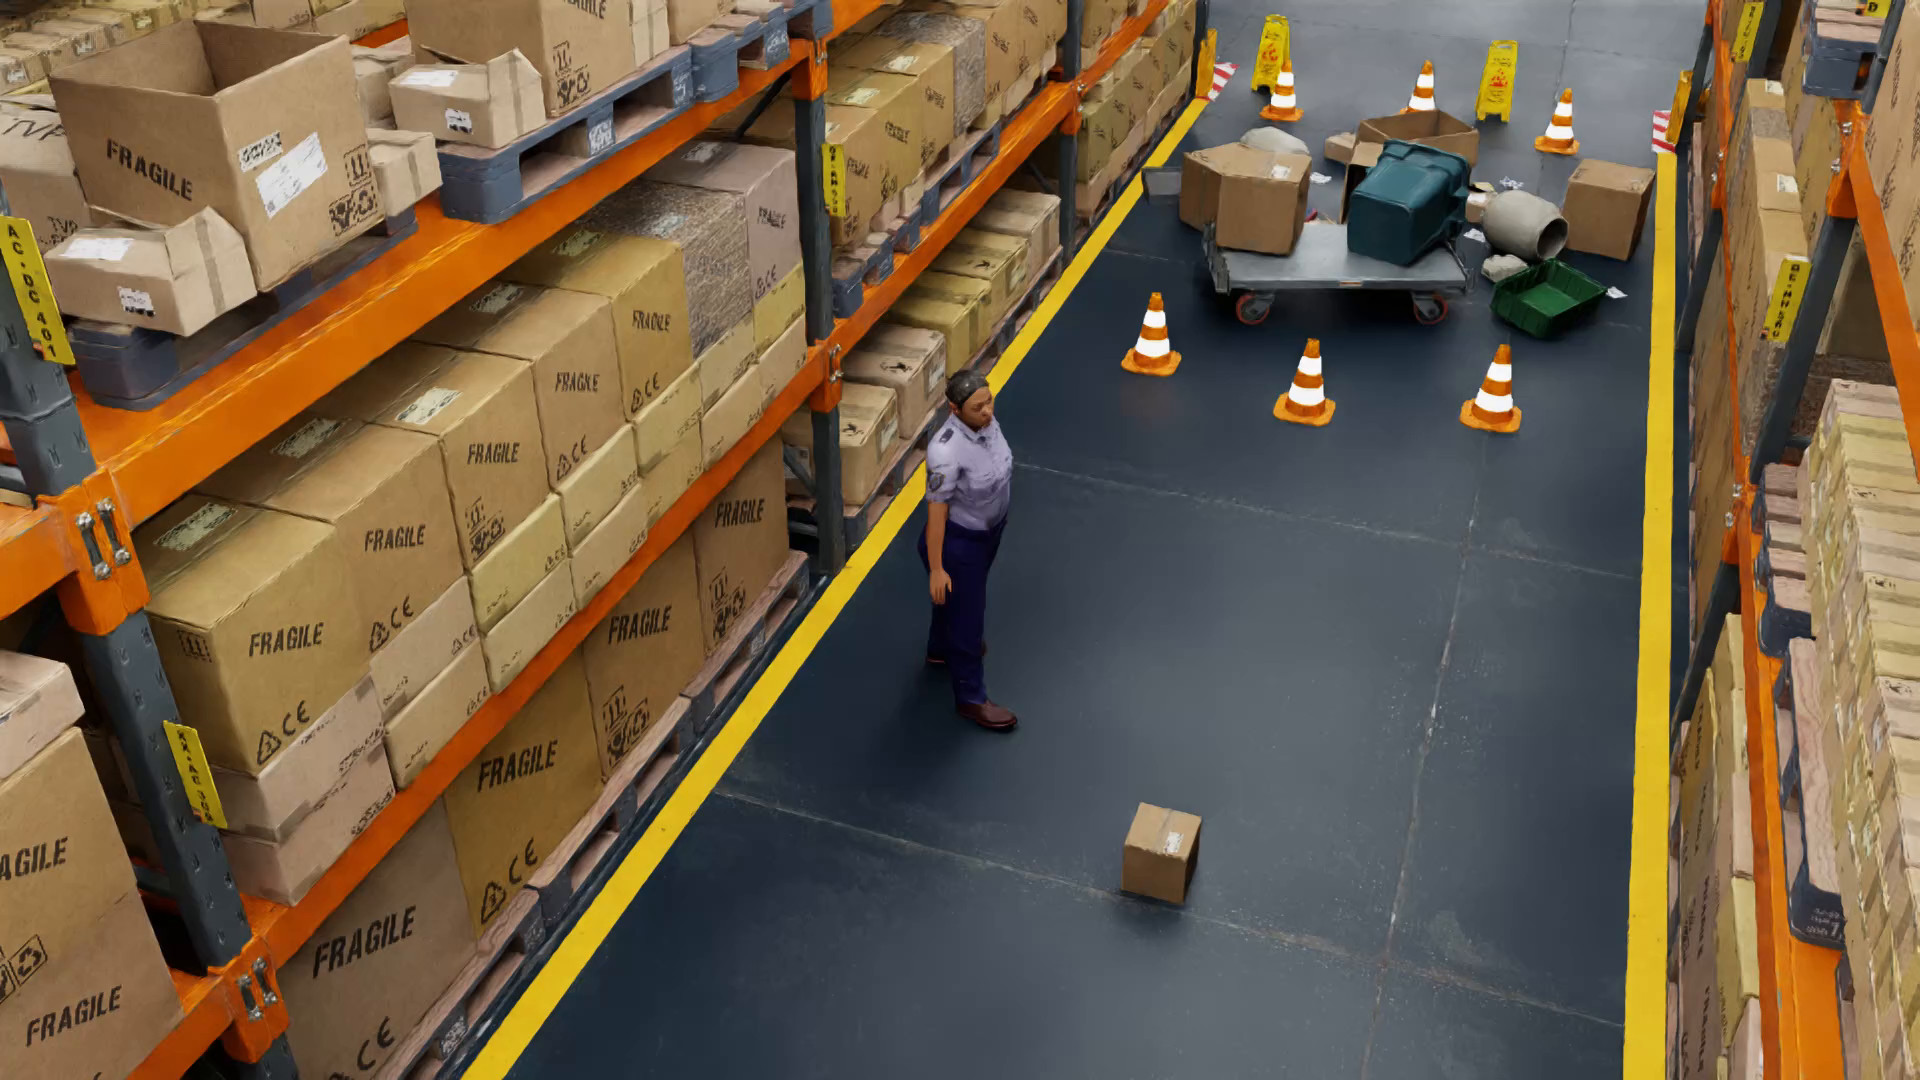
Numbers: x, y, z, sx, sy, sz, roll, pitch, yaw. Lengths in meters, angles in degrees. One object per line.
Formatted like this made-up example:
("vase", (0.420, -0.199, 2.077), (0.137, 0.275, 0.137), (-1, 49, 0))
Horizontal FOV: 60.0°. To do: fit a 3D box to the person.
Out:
("person", (0.044, 0.010, 7.113), (0.571, 1.636, 0.671), (14, 36, 20))
